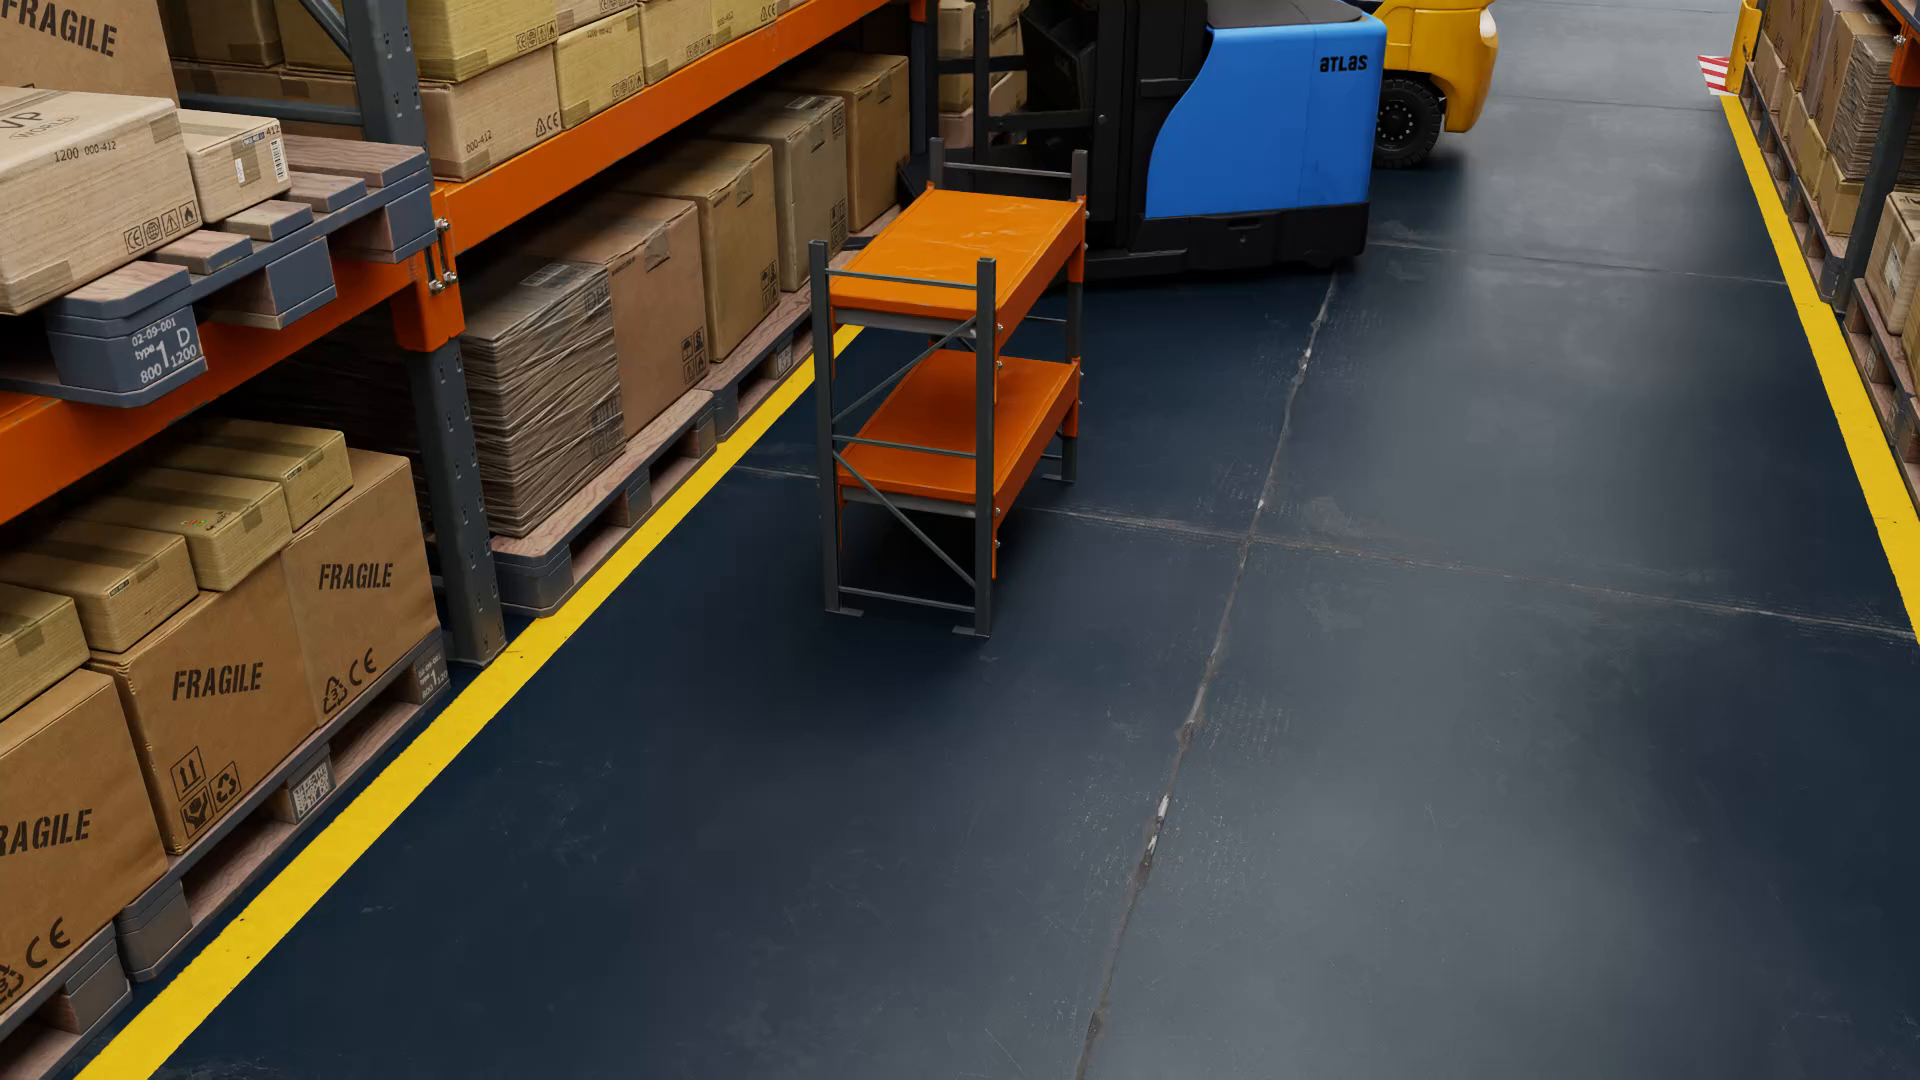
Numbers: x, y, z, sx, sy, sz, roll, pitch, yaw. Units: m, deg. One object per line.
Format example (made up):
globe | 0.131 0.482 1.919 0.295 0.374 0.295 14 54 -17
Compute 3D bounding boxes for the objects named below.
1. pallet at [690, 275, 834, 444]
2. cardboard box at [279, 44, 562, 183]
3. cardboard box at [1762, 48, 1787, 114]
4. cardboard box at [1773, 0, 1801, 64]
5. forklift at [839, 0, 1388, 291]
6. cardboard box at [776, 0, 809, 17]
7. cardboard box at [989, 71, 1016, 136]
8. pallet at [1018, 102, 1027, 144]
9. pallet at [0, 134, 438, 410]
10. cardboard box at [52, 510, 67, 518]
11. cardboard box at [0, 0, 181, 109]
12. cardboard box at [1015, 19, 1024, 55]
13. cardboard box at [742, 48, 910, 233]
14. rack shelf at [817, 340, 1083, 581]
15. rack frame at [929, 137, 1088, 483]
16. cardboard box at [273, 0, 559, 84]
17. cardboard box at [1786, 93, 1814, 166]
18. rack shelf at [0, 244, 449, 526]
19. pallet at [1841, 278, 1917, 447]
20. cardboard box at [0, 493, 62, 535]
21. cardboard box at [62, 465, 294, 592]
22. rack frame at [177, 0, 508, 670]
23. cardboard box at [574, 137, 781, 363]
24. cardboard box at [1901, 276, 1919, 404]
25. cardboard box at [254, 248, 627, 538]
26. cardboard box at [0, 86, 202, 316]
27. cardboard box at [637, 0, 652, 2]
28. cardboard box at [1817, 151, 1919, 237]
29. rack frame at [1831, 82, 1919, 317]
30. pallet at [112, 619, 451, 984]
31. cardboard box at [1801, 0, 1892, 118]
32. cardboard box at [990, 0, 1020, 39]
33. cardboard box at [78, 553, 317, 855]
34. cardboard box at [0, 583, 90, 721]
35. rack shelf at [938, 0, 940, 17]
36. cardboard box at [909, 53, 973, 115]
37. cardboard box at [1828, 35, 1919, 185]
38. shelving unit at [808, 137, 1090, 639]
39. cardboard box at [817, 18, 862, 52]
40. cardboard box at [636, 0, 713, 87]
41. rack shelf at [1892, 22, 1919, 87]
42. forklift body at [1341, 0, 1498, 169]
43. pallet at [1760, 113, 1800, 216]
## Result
pallet | -1.136 -0.775 6.426 1.003 0.211 1.213 8 30 15
cardboard box | -1.411 -1.157 4.399 0.500 0.250 0.500 9 30 15
cardboard box | 4.661 -2.473 9.007 0.500 0.250 0.500 10 30 17
cardboard box | 4.662 -2.782 8.791 0.500 0.500 0.500 7 30 13
forklift | 0.235 -2.570 6.855 3.031 2.935 1.130 -6 30 -11
cardboard box | -0.816 -2.113 6.116 0.500 0.250 0.500 9 30 15
cardboard box | -0.008 -2.308 8.710 0.500 0.250 0.500 8 30 14
pallet | 0.029 -2.624 9.750 1.003 0.211 1.213 8 30 15
pallet | -1.907 -0.643 3.517 1.213 0.211 1.003 8 30 15
cardboard box | -2.330 0.238 3.875 0.500 0.500 0.500 9 30 15
cardboard box | -2.076 -1.062 3.538 0.500 0.500 0.500 10 31 17
cardboard box | 0.141 -2.758 9.004 0.500 0.250 0.500 8 30 14
cardboard box | -0.744 -1.812 7.433 0.875 0.625 0.625 10 31 17
rack shelf | -0.002 -0.275 5.090 0.538 0.278 1.000 8 30 15
rack frame | 0.147 -0.725 5.396 0.500 1.125 0.032 8 30 15
cardboard box | -1.388 -1.372 4.271 0.500 0.250 0.500 8 30 15
cardboard box | 4.362 -1.983 8.126 0.500 0.250 0.500 9 30 16
rack shelf | -2.362 0.192 2.559 1.077 0.370 4.000 8 30 15
pallet | 3.918 -0.623 6.153 1.003 0.211 1.213 8 30 15
cardboard box | -2.330 -0.109 3.832 0.380 0.149 0.250 9 30 16
cardboard box | -1.729 -0.029 3.689 0.380 0.149 0.250 7 30 12
rack frame | -1.775 -1.052 4.055 1.000 3.000 0.127 8 30 15
cardboard box | -1.197 -1.103 6.158 0.875 0.625 0.625 7 30 13
cardboard box | 3.786 -0.660 5.623 0.950 0.372 0.625 10 31 18
cardboard box | -1.579 -0.485 5.047 0.875 0.625 0.625 9 30 16
cardboard box | -1.775 -0.633 3.025 0.500 0.250 0.500 7 30 13
cardboard box | -1.092 -1.849 5.128 0.500 0.250 0.500 8 30 14
cardboard box | 4.062 -1.499 7.255 0.500 0.250 0.500 10 31 17
rack frame | 4.145 -2.204 6.126 1.000 3.000 0.127 8 30 15
pallet | -2.030 0.509 4.119 1.003 0.211 1.213 8 30 15
cardboard box | 4.358 -2.301 7.925 0.500 0.500 0.500 10 31 18
cardboard box | 0.001 -2.746 8.468 0.500 0.250 0.500 9 30 15
cardboard box | -1.851 0.316 3.736 0.500 0.500 0.500 8 30 14
cardboard box | -1.969 0.203 3.272 0.380 0.149 0.250 9 30 16
rack shelf | -0.014 -3.526 9.242 1.077 0.370 4.000 8 30 15
cardboard box | -0.164 -2.292 8.166 0.500 0.250 0.500 8 30 15
cardboard box | 4.062 -1.827 7.073 0.500 0.500 0.500 8 30 14
shelving unit | -0.002 -0.488 4.971 0.538 1.125 1.048 8 30 15
cardboard box | -0.642 -2.586 8.180 0.500 0.250 0.500 9 30 16
cardboard box | -1.114 -1.631 5.250 0.500 0.250 0.500 8 30 13
rack shelf | 3.558 -0.960 4.630 1.077 0.370 4.000 8 30 15
forklift body | 1.760 -3.257 8.892 2.313 2.155 1.214 8 30 15
pallet | 4.665 -1.871 8.397 1.003 0.211 1.213 8 30 15
